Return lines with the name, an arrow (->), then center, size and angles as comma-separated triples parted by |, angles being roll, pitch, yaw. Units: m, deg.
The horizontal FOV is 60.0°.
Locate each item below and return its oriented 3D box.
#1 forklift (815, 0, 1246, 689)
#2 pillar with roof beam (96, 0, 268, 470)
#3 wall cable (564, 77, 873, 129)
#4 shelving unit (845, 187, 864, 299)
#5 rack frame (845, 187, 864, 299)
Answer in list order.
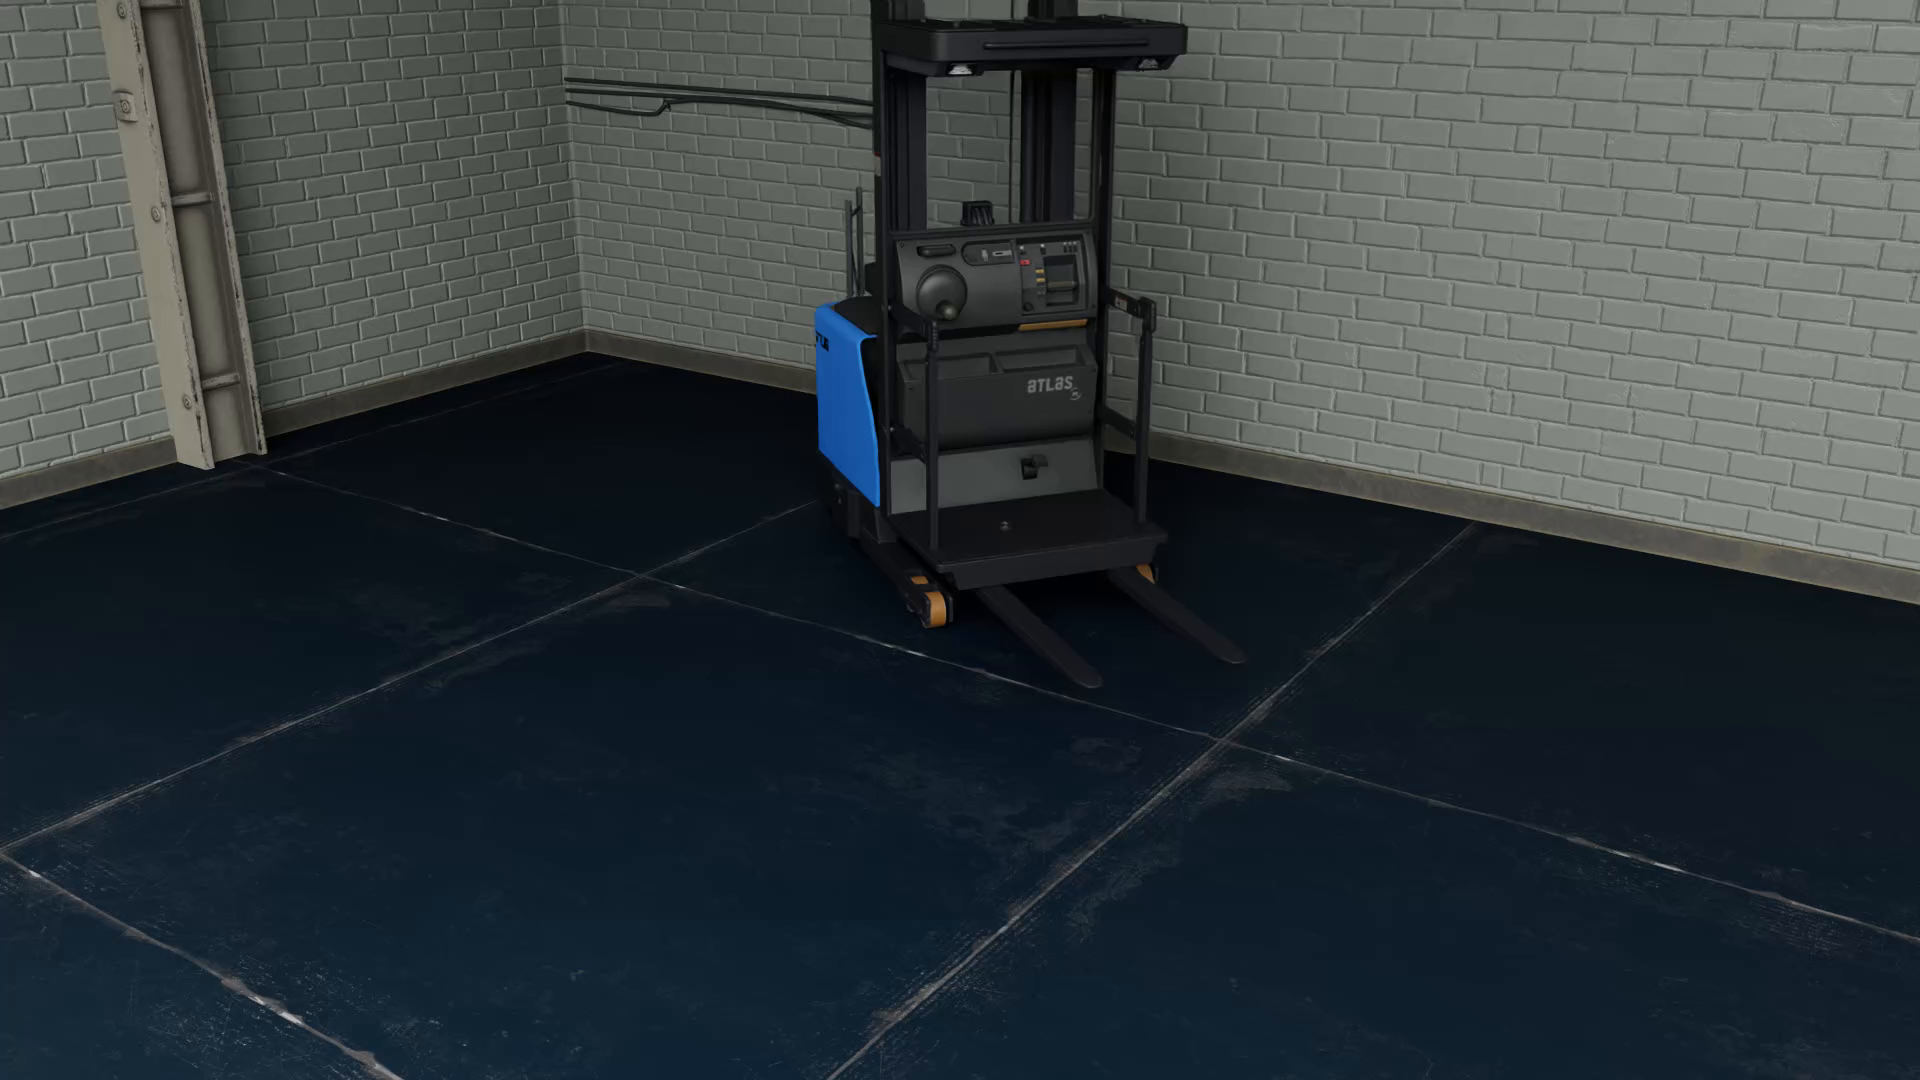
forklift -> 0.248, -1.152, 7.154 | 1.130, 2.935, 3.031 | -8, 22, -20
pillar with roof beam -> -0.683, -3.860, 5.730 | 9.100, 9.000, 0.400 | 13, 24, 32
wall cable -> -1.494, -3.831, 10.127 | 3.097, 2.526, 0.112 | 13, 24, 32
shelving unit -> -0.070, -1.163, 9.247 | 1.048, 1.500, 0.538 | 1, 20, 4
rack frame -> -0.577, -1.175, 9.280 | 0.032, 1.500, 0.500 | 1, 20, 4
